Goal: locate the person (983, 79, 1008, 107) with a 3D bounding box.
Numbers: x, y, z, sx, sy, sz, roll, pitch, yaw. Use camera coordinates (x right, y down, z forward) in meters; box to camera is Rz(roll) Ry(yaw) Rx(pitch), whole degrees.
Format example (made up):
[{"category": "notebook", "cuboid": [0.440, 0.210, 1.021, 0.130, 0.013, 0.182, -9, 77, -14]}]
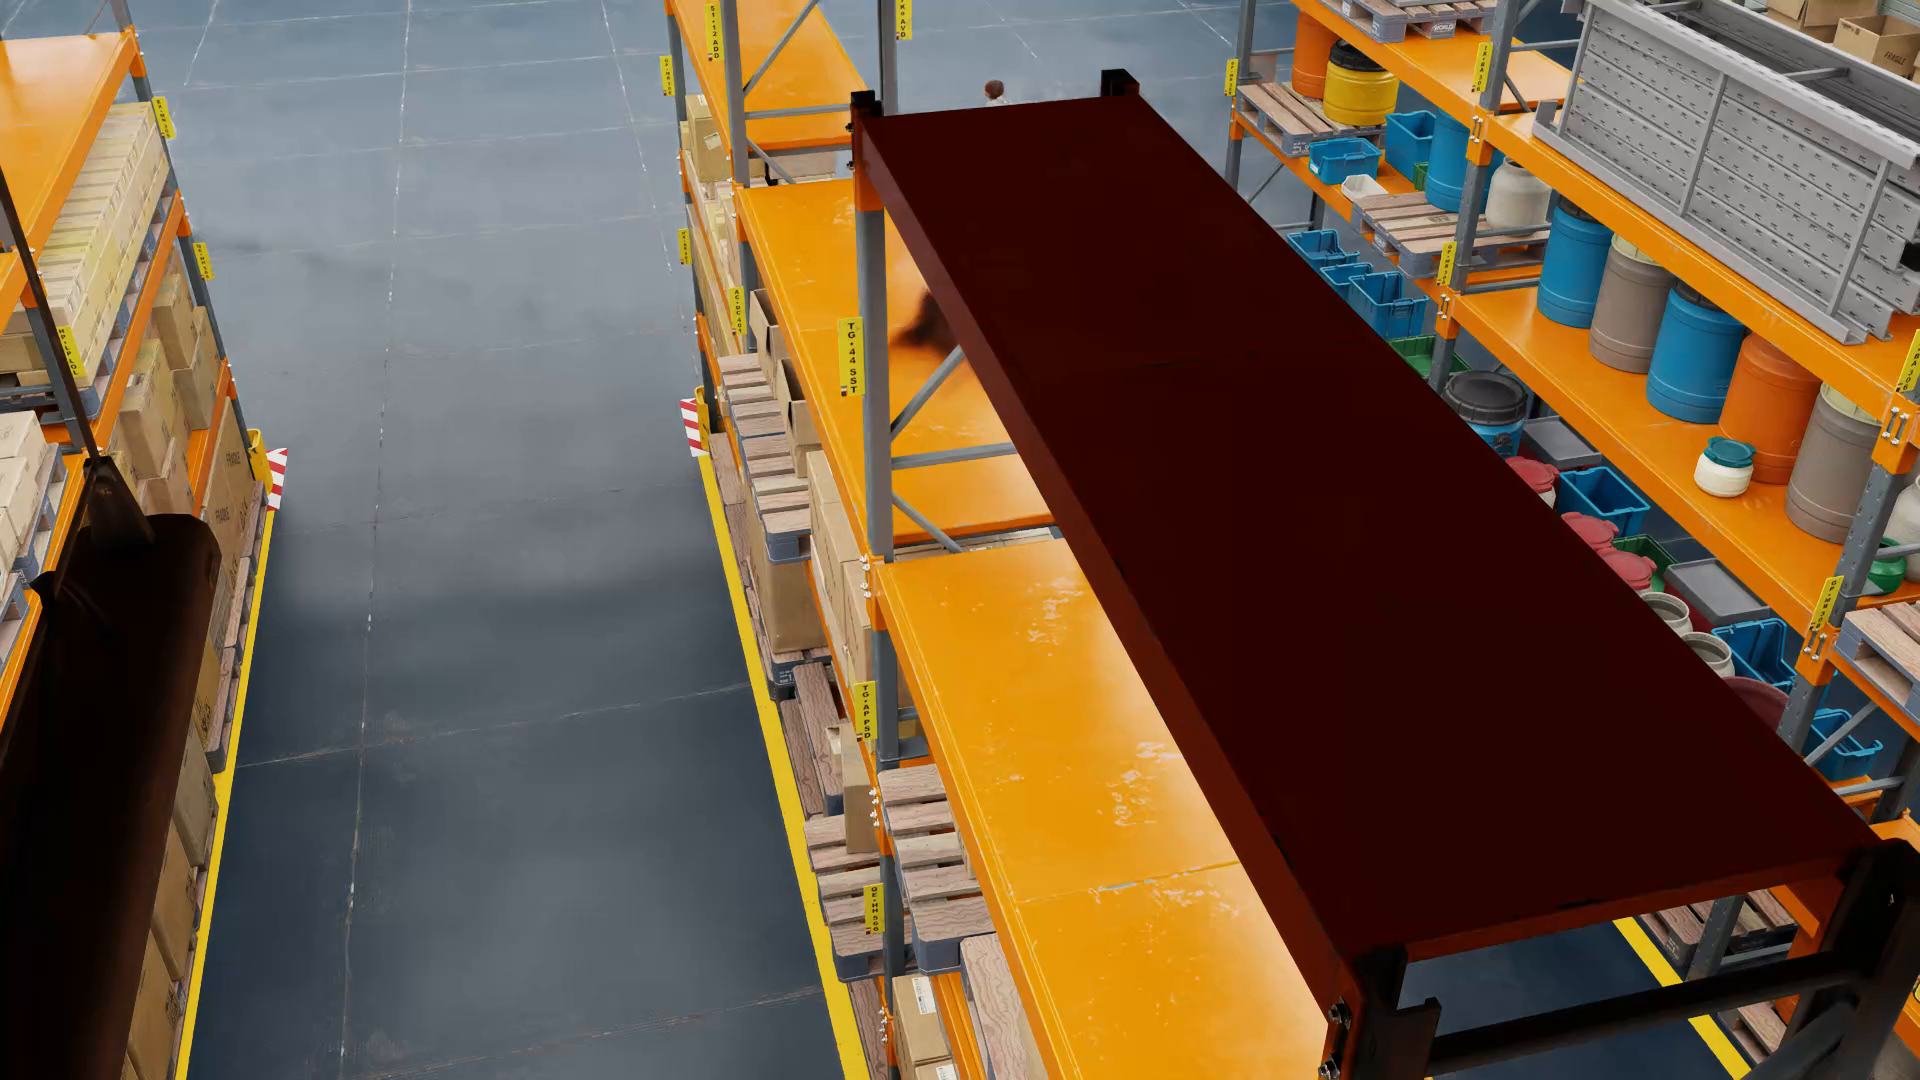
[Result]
[{"category": "person", "cuboid": [0.393, -4.612, 19.405, 0.864, 1.575, 0.544, 5, 35, 8]}]
